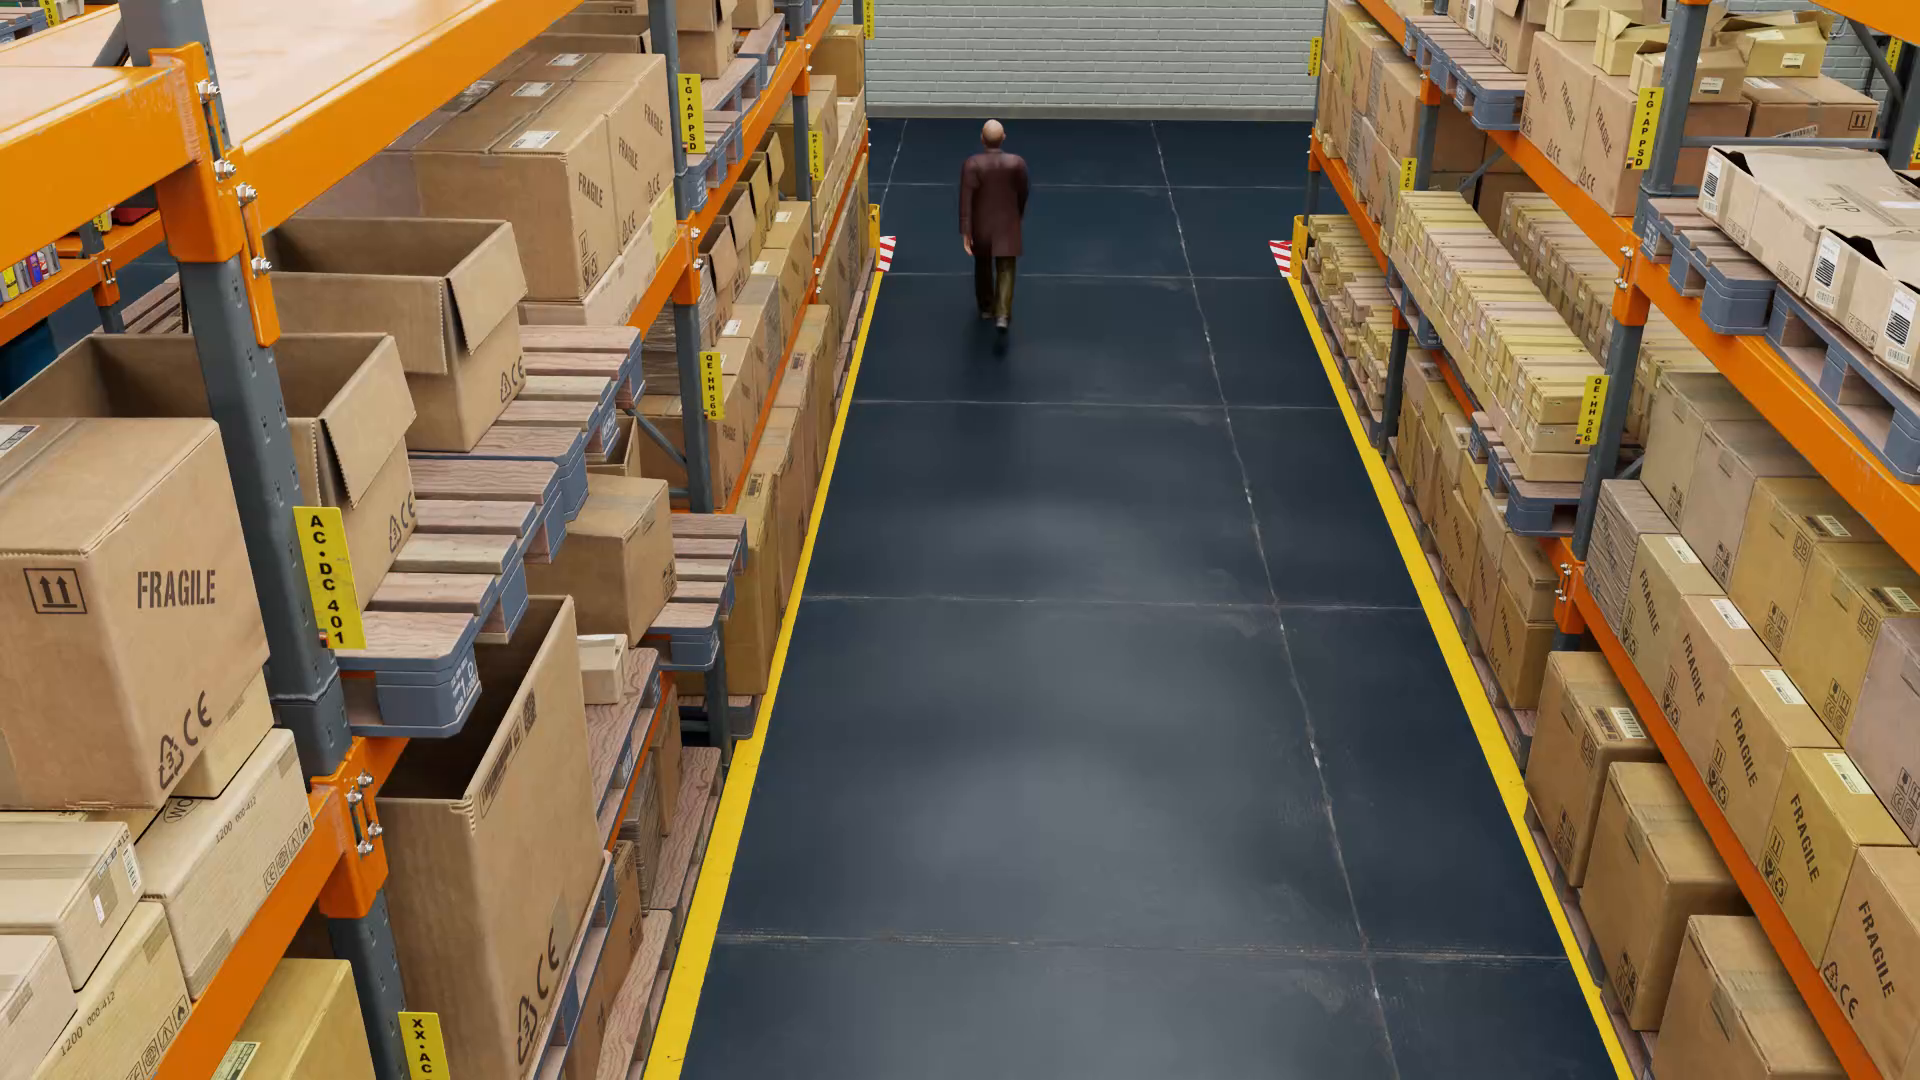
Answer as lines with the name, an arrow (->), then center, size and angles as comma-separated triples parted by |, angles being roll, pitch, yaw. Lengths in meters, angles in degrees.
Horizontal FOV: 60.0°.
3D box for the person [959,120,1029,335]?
person -> 0.276, -2.552, 13.527 | 0.559, 1.734, 1.102 | 2, 28, 4
